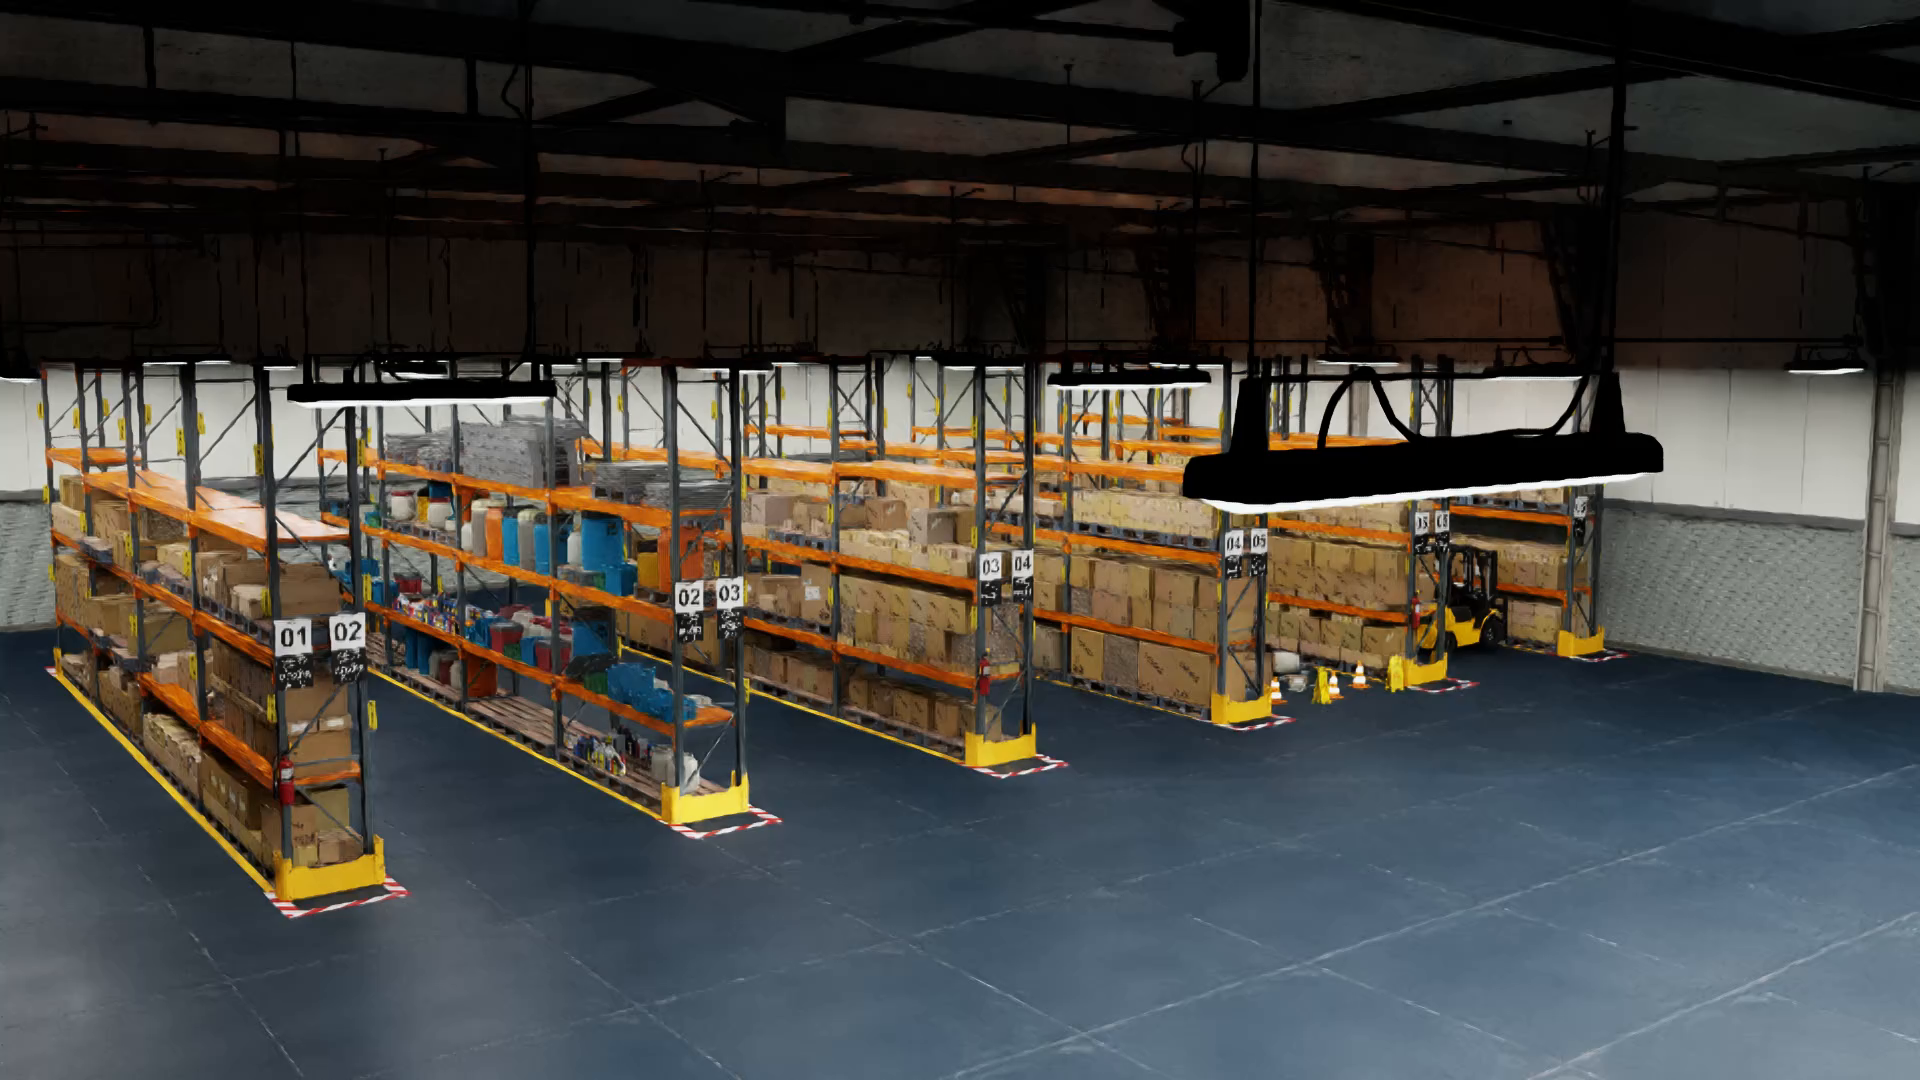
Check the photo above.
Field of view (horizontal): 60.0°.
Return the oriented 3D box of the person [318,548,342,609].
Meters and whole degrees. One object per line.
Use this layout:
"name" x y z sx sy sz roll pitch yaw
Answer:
"person" -14.480 0.965 38.013 0.828 1.606 0.621 5 9 36
